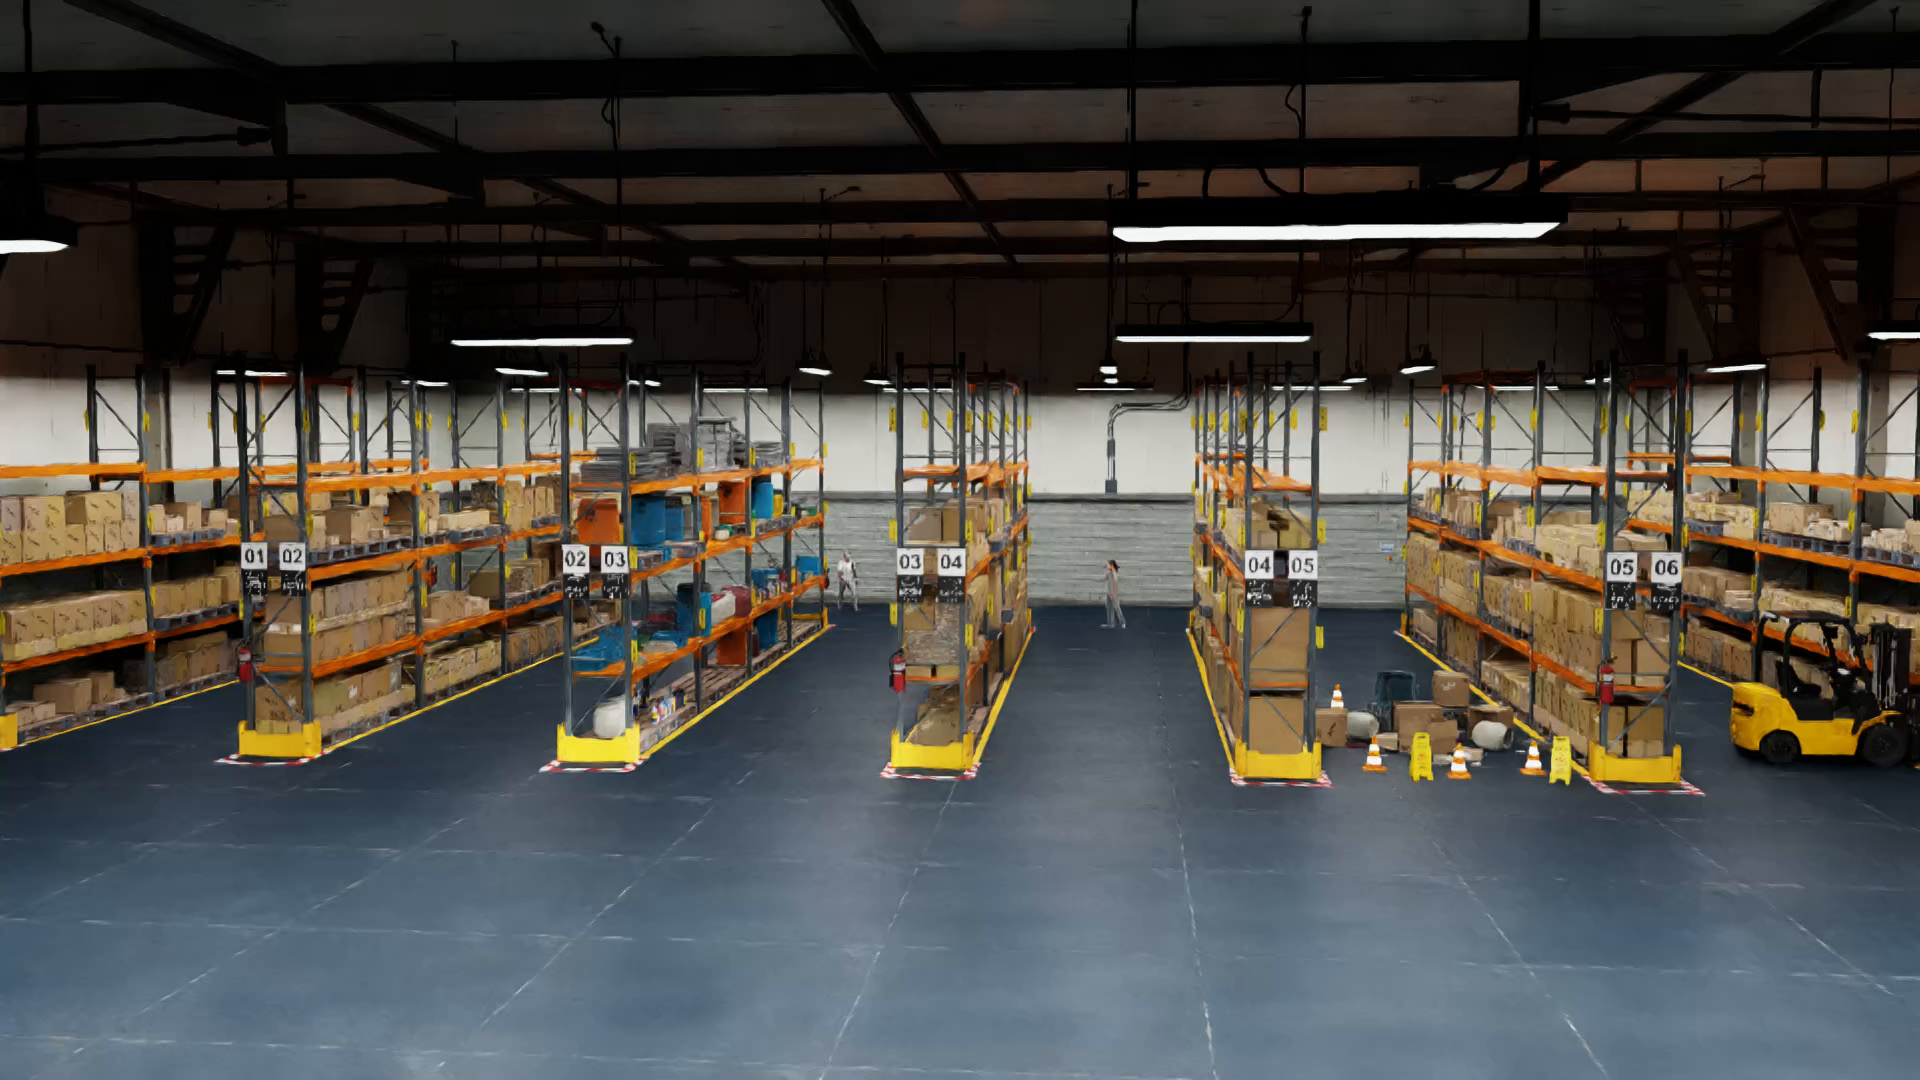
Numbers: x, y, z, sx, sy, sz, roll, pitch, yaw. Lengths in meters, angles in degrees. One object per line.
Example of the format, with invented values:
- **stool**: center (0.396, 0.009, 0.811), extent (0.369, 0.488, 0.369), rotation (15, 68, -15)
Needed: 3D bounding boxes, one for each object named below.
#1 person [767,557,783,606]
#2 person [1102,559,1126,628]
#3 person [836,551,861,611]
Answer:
- **person**: center (-4.658, 1.230, 41.434), extent (0.536, 1.625, 0.870), rotation (3, 5, 39)
- **person**: center (3.775, 1.304, 40.433), extent (0.466, 1.670, 0.643), rotation (-2, 4, -22)
- **person**: center (-2.970, 1.070, 43.922), extent (0.621, 1.606, 0.828), rotation (-1, 4, -11)
